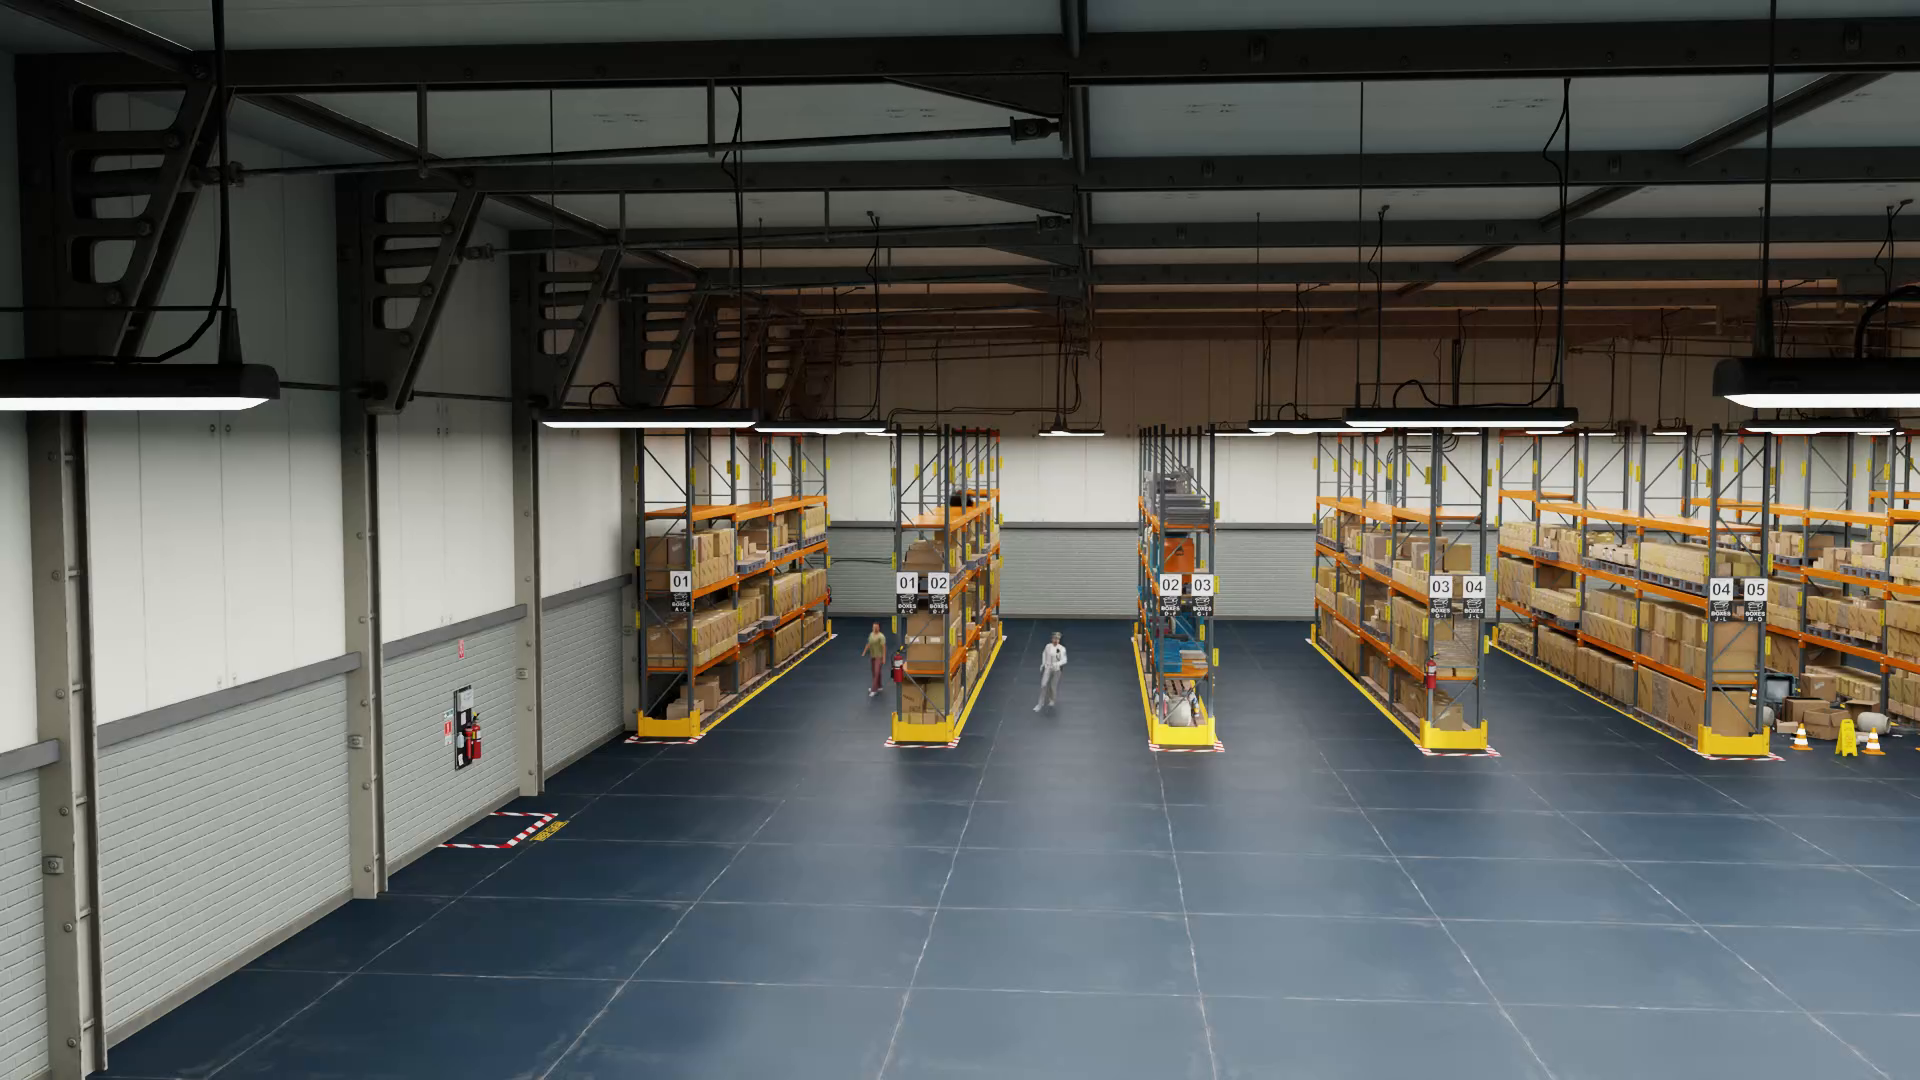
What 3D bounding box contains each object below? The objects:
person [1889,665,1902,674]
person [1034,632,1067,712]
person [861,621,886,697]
[{"bbox_3d":[21.842,2.625,38.918,0.600,1.482,0.775,-1,4,-20],"label":"person"},{"bbox_3d":[1.941,2.750,35.009,0.661,1.663,0.797,1,4,14],"label":"person"},{"bbox_3d":[-1.919,2.636,37.256,0.623,1.663,0.758,3,4,39],"label":"person"}]
